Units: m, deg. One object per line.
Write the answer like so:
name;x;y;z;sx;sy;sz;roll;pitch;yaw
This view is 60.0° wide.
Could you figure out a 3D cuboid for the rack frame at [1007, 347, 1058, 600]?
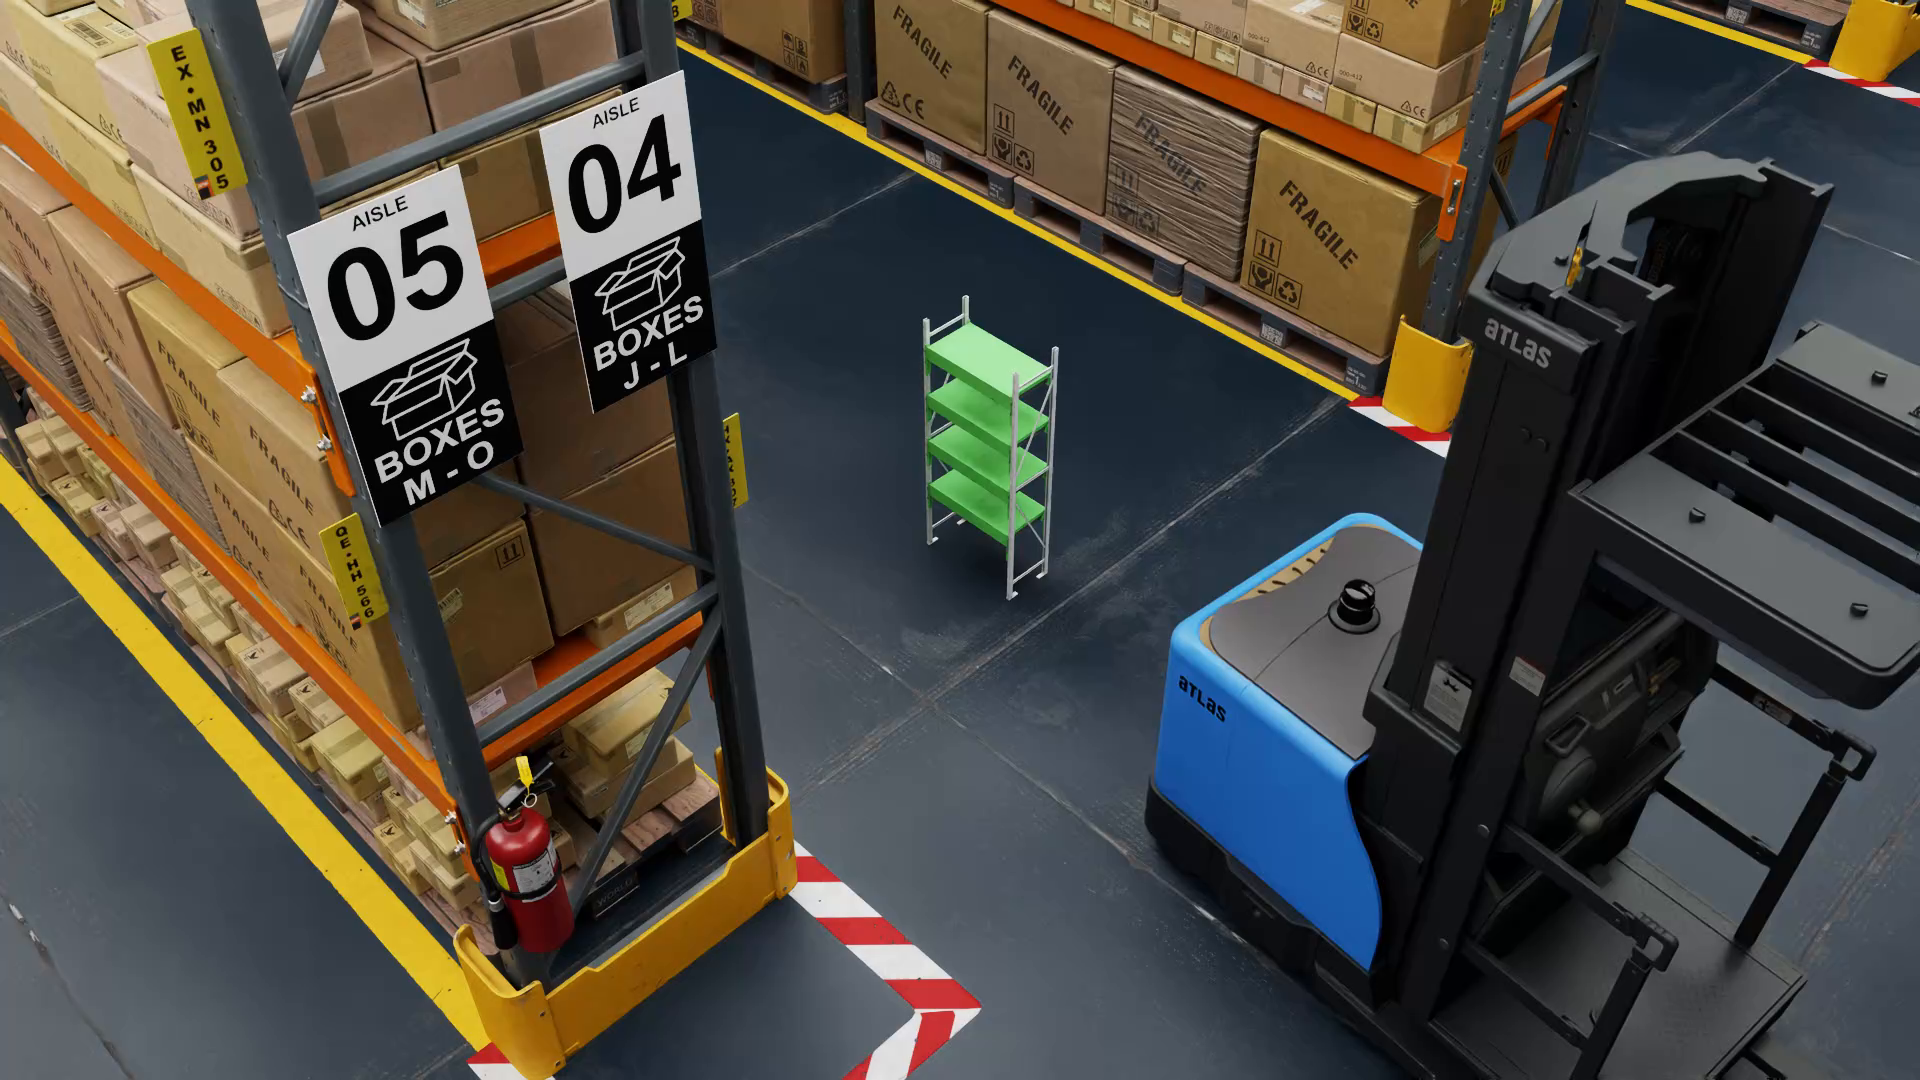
rack frame;0.289;-0.244;6.747;0.240;1.200;0.015;-34;53;-31

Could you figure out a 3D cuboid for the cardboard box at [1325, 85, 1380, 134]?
cardboard box;1.872;-2.010;7.517;0.380;0.149;0.250;-34;52;-31

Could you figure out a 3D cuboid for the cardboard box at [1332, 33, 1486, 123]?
cardboard box;2.011;-2.124;7.347;0.500;0.250;0.500;33;52;31

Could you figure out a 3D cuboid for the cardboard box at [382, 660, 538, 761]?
cardboard box;-1.473;0.435;4.871;0.380;0.149;0.250;-34;53;-31

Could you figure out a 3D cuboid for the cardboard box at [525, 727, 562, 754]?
cardboard box;-1.451;0.549;5.916;0.380;0.149;0.250;-33;52;-31

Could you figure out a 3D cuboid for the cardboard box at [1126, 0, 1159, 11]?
cardboard box;0.923;-2.861;8.145;0.500;0.250;0.500;-34;52;-31

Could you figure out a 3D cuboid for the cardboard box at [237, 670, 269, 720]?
cardboard box;-2.527;0.515;6.391;0.380;0.149;0.250;-33;52;-31

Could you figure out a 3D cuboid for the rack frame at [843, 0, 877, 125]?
rack frame;-0.284;-3.886;9.363;1.000;3.000;0.127;-34;53;-31

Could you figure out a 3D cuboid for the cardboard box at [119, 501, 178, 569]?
cardboard box;-3.082;-0.084;6.601;0.380;0.149;0.250;-33;52;-30

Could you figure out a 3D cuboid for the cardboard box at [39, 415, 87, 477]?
cardboard box;-3.618;-0.458;7.006;0.380;0.149;0.250;-31;51;-29

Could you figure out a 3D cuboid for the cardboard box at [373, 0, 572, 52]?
cardboard box;-1.110;-1.277;3.778;0.250;0.149;0.380;34;52;31

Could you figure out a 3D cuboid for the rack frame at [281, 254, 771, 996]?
rack frame;-1.042;0.364;4.763;1.000;3.000;0.127;-34;53;-31

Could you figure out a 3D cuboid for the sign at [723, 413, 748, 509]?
sign;-0.658;-0.214;4.751;0.100;0.325;0.005;-34;53;-31

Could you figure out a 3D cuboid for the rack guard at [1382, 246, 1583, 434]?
rack guard;2.558;-1.035;8.119;1.175;0.500;0.348;-34;53;-31

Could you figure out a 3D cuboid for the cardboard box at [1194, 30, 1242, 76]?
cardboard box;1.334;-2.376;7.913;0.250;0.149;0.380;33;52;31

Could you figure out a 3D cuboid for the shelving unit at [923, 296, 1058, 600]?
shelving unit;0.117;-0.361;6.874;0.258;1.200;0.503;-34;53;-31

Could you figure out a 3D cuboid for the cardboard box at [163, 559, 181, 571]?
cardboard box;-3.032;0.006;6.723;0.380;0.149;0.250;-32;51;-30

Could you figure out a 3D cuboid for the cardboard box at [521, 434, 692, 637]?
cardboard box;-1.164;-0.130;5.005;0.500;0.500;0.500;-32;51;-30

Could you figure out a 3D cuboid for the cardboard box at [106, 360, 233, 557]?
cardboard box;-2.267;-0.363;5.258;0.500;0.500;0.500;-34;52;-31

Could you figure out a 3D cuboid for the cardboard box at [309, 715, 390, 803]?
cardboard box;-2.005;0.694;5.759;0.250;0.149;0.380;33;52;31

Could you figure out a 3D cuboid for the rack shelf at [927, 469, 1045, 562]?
rack shelf;0.117;-0.138;7.080;0.258;0.148;0.480;-34;53;-31

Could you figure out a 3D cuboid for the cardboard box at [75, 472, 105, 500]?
cardboard box;-3.595;-0.368;7.128;0.380;0.149;0.250;-34;52;-31

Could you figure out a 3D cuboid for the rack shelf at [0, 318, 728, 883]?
rack shelf;-2.455;-0.333;6.047;1.077;0.370;4.000;-34;53;-31

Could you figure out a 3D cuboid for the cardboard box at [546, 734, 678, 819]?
cardboard box;-1.230;0.773;5.893;0.380;0.149;0.250;-32;51;-30

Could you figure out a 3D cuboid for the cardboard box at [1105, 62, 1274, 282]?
cardboard box;1.390;-2.045;8.626;0.875;0.875;0.875;-34;53;-31

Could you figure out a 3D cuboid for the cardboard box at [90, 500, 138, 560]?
cardboard box;-3.437;-0.114;7.071;0.250;0.149;0.380;34;52;31

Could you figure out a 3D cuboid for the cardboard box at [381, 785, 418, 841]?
cardboard box;-1.763;0.879;5.777;0.250;0.149;0.380;33;52;31

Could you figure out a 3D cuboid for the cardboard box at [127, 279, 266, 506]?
cardboard box;-1.899;-0.493;4.661;0.500;0.500;0.500;32;52;30

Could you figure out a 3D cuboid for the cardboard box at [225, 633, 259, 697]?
cardboard box;-2.528;0.407;6.288;0.380;0.149;0.250;-31;51;-29

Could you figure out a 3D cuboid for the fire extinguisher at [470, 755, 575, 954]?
fire extinguisher;-1.191;0.872;4.546;0.296;0.674;0.183;-34;53;-31

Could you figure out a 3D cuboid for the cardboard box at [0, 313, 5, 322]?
cardboard box;-3.341;-1.111;6.066;0.500;0.500;0.500;-34;53;-31

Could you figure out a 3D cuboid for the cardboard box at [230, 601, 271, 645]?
cardboard box;-2.480;0.257;6.232;0.250;0.149;0.380;32;52;30

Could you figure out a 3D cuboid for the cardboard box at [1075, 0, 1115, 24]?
cardboard box;0.791;-2.744;8.312;0.250;0.149;0.380;33;52;30

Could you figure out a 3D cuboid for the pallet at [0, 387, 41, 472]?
pallet;-4.418;-0.907;8.194;1.003;0.211;1.213;-34;53;-31

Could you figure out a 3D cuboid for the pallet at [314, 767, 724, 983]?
pallet;-1.645;0.944;6.190;1.003;0.211;1.213;-34;53;-31

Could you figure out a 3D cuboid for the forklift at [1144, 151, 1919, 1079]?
forklift;2.007;0.569;4.592;1.130;2.935;3.031;-29;50;-28

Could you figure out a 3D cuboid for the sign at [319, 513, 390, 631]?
sign;-1.449;0.079;3.985;0.100;0.325;0.005;-34;53;-31

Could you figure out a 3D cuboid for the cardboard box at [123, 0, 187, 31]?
cardboard box;-1.605;-1.187;3.679;0.380;0.149;0.250;-33;52;-31

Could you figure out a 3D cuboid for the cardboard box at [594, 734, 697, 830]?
cardboard box;-1.186;0.852;6.027;0.380;0.149;0.250;-33;52;-31

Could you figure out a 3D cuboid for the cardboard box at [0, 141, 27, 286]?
cardboard box;-3.010;-1.239;5.468;0.500;0.500;0.500;-33;52;-31

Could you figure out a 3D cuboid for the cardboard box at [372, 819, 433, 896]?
cardboard box;-1.815;1.029;5.835;0.380;0.149;0.250;-32;52;-30

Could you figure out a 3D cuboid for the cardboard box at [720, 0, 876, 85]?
cardboard box;-0.750;-3.558;10.264;1.225;0.875;0.875;-34;52;-31

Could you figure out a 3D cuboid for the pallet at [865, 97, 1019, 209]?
pallet;0.198;-2.459;9.873;1.003;0.211;1.213;-34;53;-31

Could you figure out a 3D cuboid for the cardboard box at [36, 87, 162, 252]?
cardboard box;-1.916;-1.016;4.157;0.500;0.250;0.500;-34;52;-31

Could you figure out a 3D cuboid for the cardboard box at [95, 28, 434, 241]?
cardboard box;-1.548;-0.965;3.734;0.500;0.250;0.500;33;52;30
